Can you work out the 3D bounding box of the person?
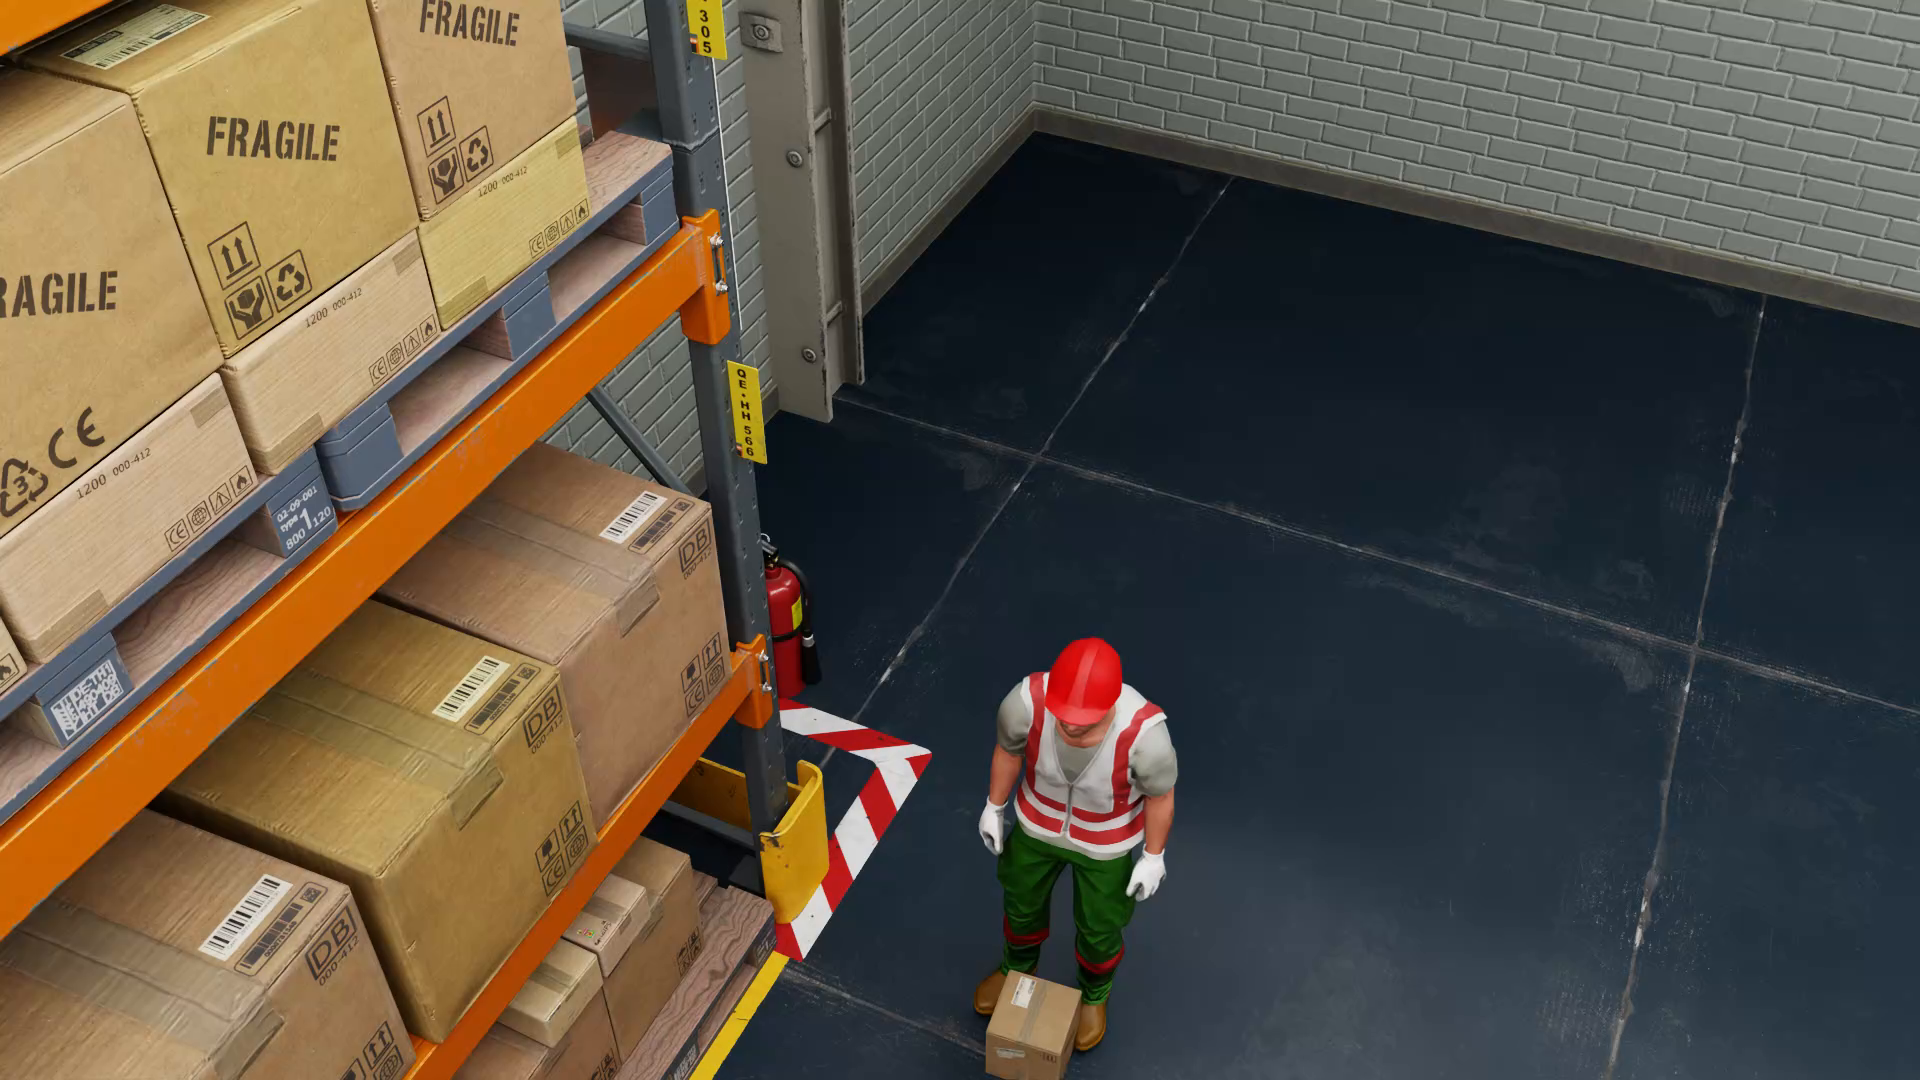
[{"bbox_3d":[0.345,0.916,5.118,0.604,1.777,0.453,15,44,17],"label":"person"}]
